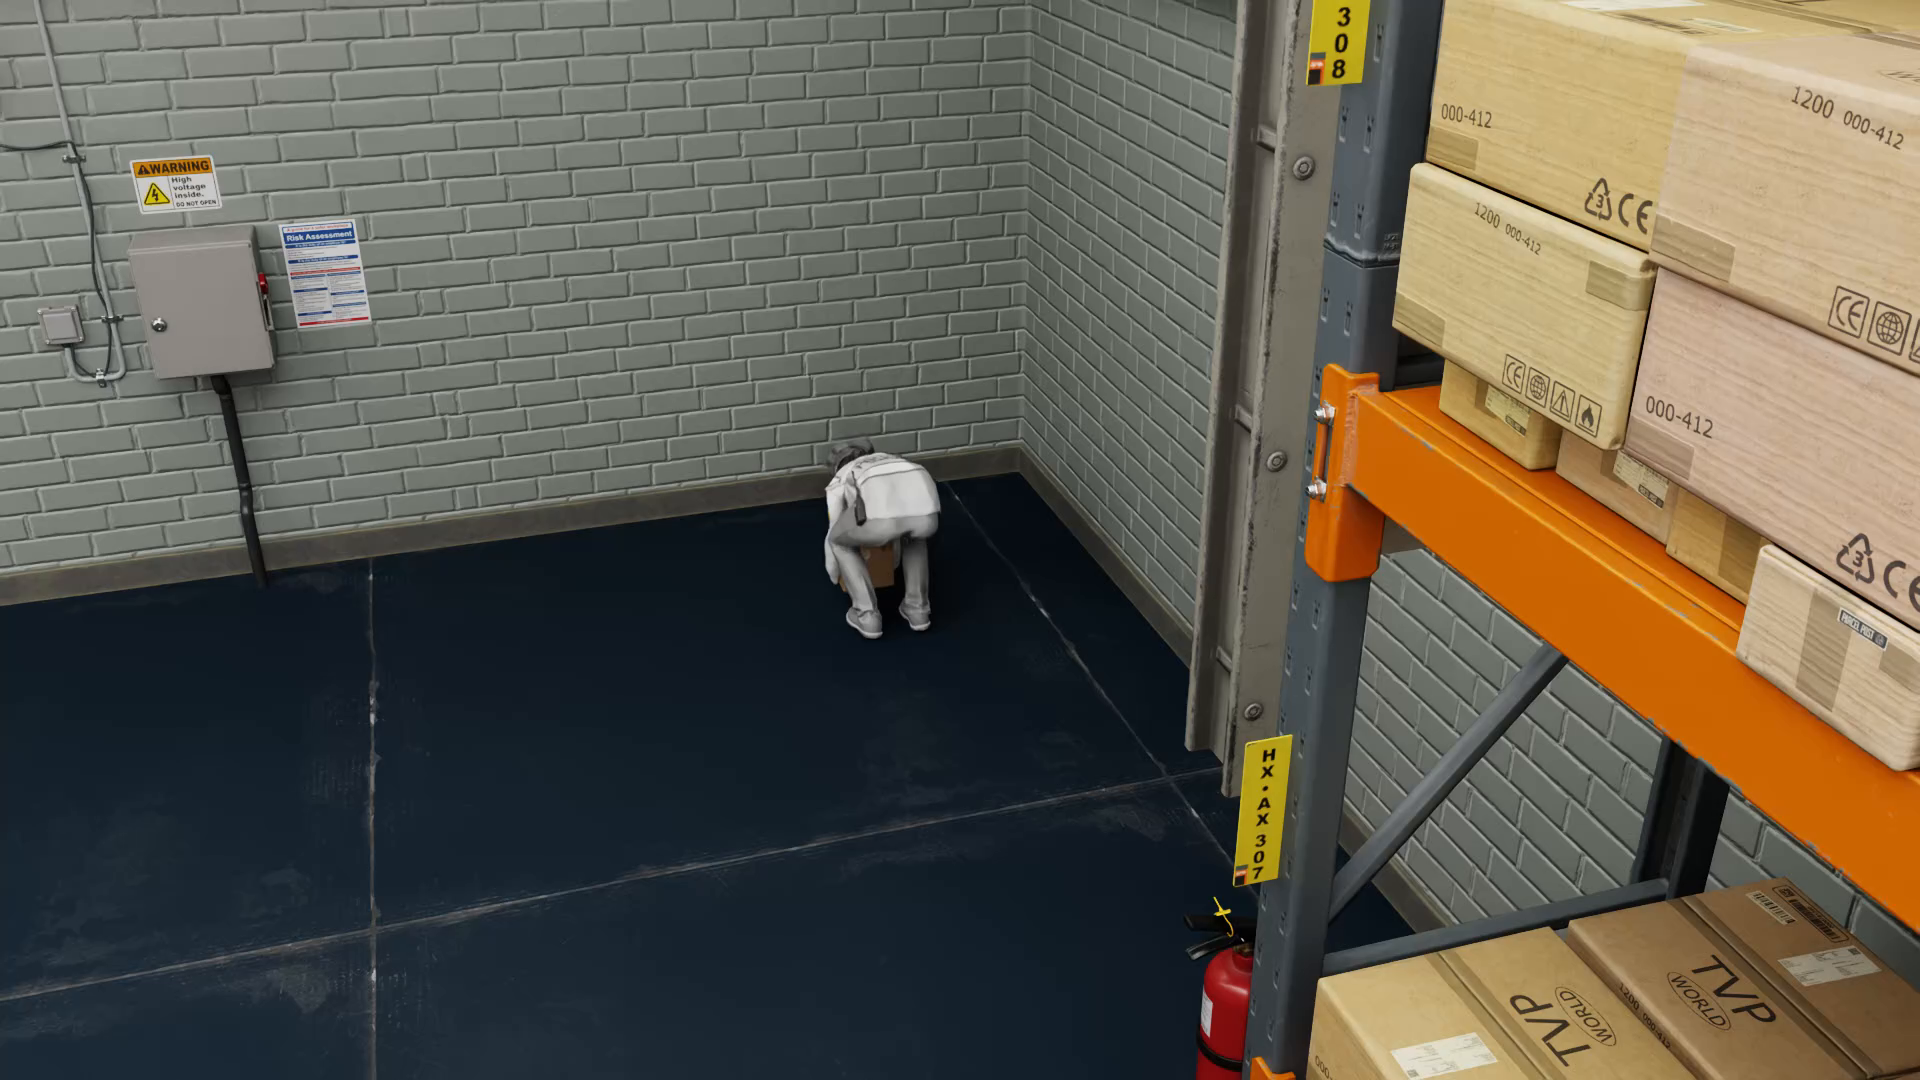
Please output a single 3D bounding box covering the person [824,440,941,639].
[{"bbox_3d":[-0.379,-0.037,7.652,0.468,0.833,0.894,-9,28,-18],"label":"person"}]
